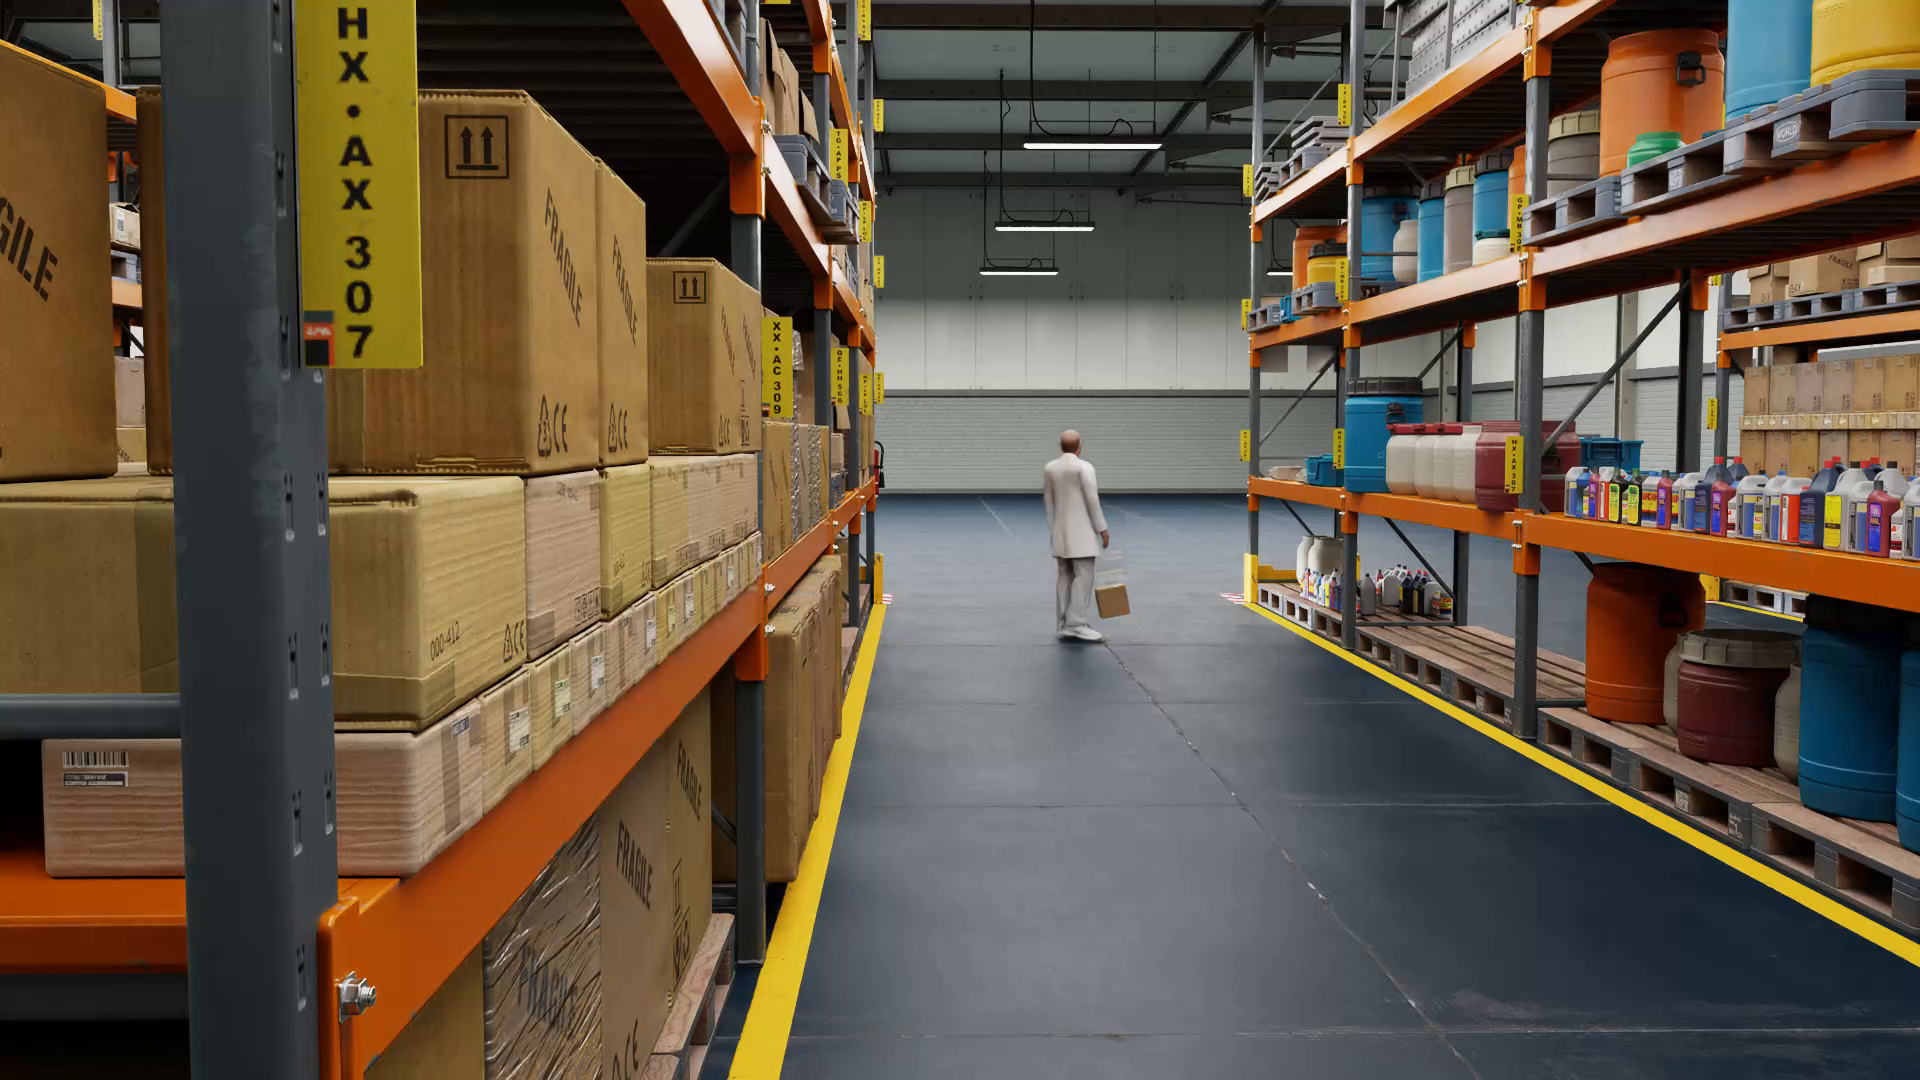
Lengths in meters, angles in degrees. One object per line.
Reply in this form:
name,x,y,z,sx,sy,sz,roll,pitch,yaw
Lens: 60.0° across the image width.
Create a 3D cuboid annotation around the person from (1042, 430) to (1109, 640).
person,1.009,-0.056,14.295,0.461,1.776,0.730,-3,5,-42
